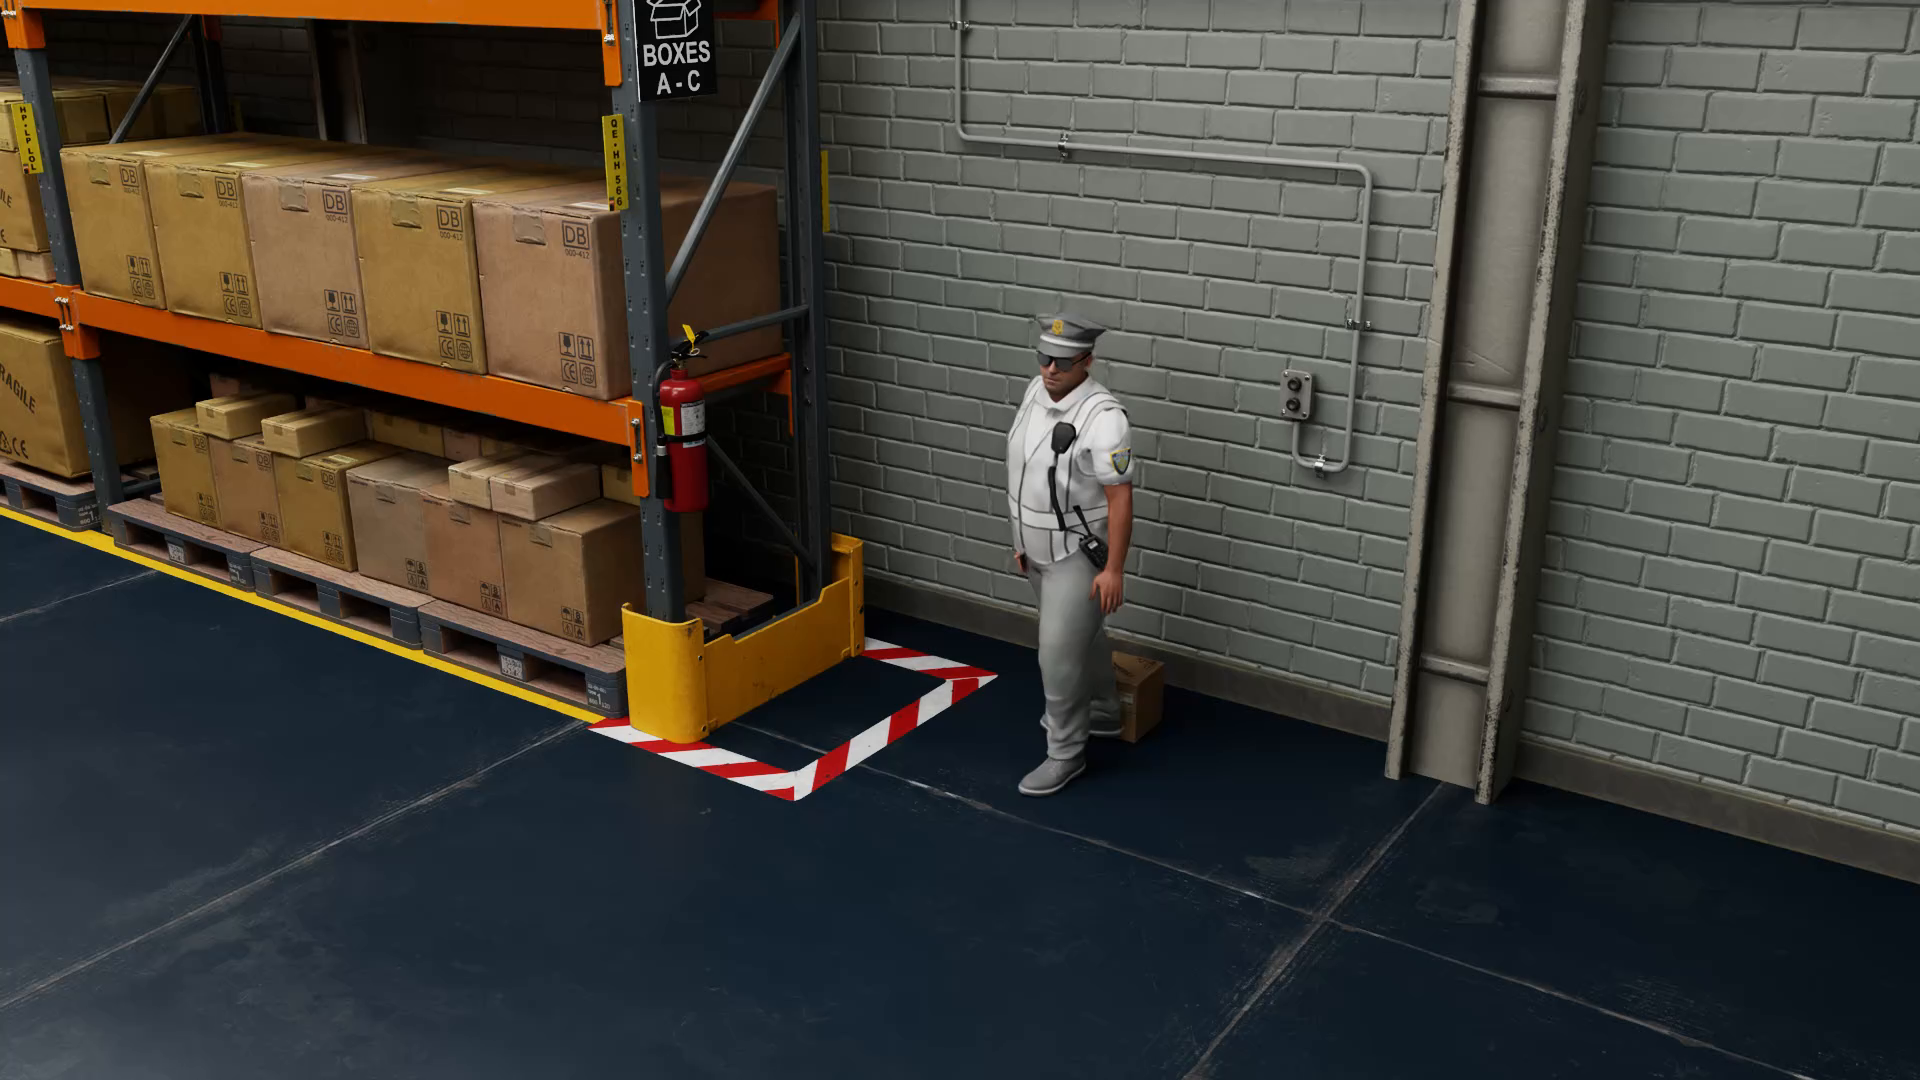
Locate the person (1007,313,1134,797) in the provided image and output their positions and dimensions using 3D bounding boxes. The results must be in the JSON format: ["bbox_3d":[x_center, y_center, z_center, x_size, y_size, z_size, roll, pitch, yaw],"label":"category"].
[{"bbox_3d":[0.413,0.020,5.999,0.586,1.747,0.569,-10,22,-26],"label":"person"}]
